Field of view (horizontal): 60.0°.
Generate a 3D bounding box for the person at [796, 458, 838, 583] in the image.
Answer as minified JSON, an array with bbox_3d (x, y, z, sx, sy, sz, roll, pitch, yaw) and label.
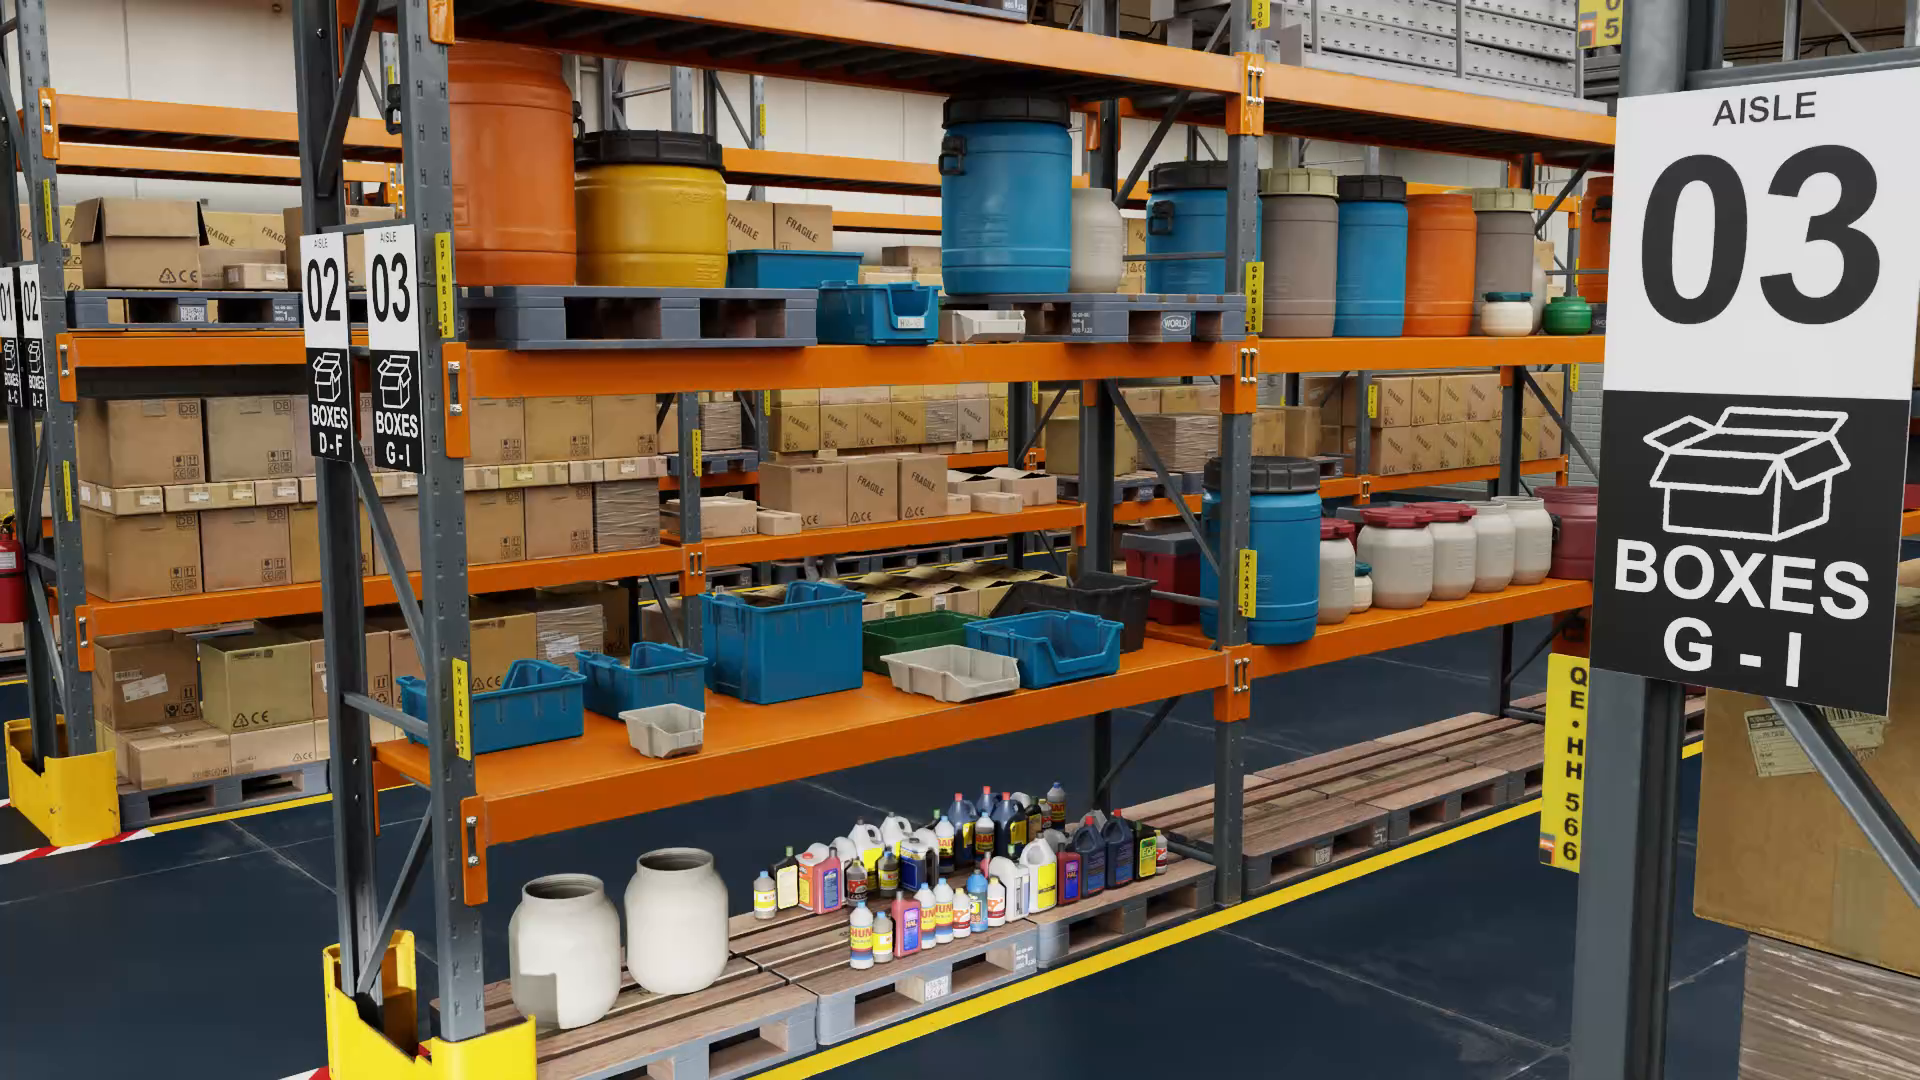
[{"bbox_3d":[-1.465,-0.047,16.681,0.406,1.532,0.690,-7,10,-42],"label":"person"}]
